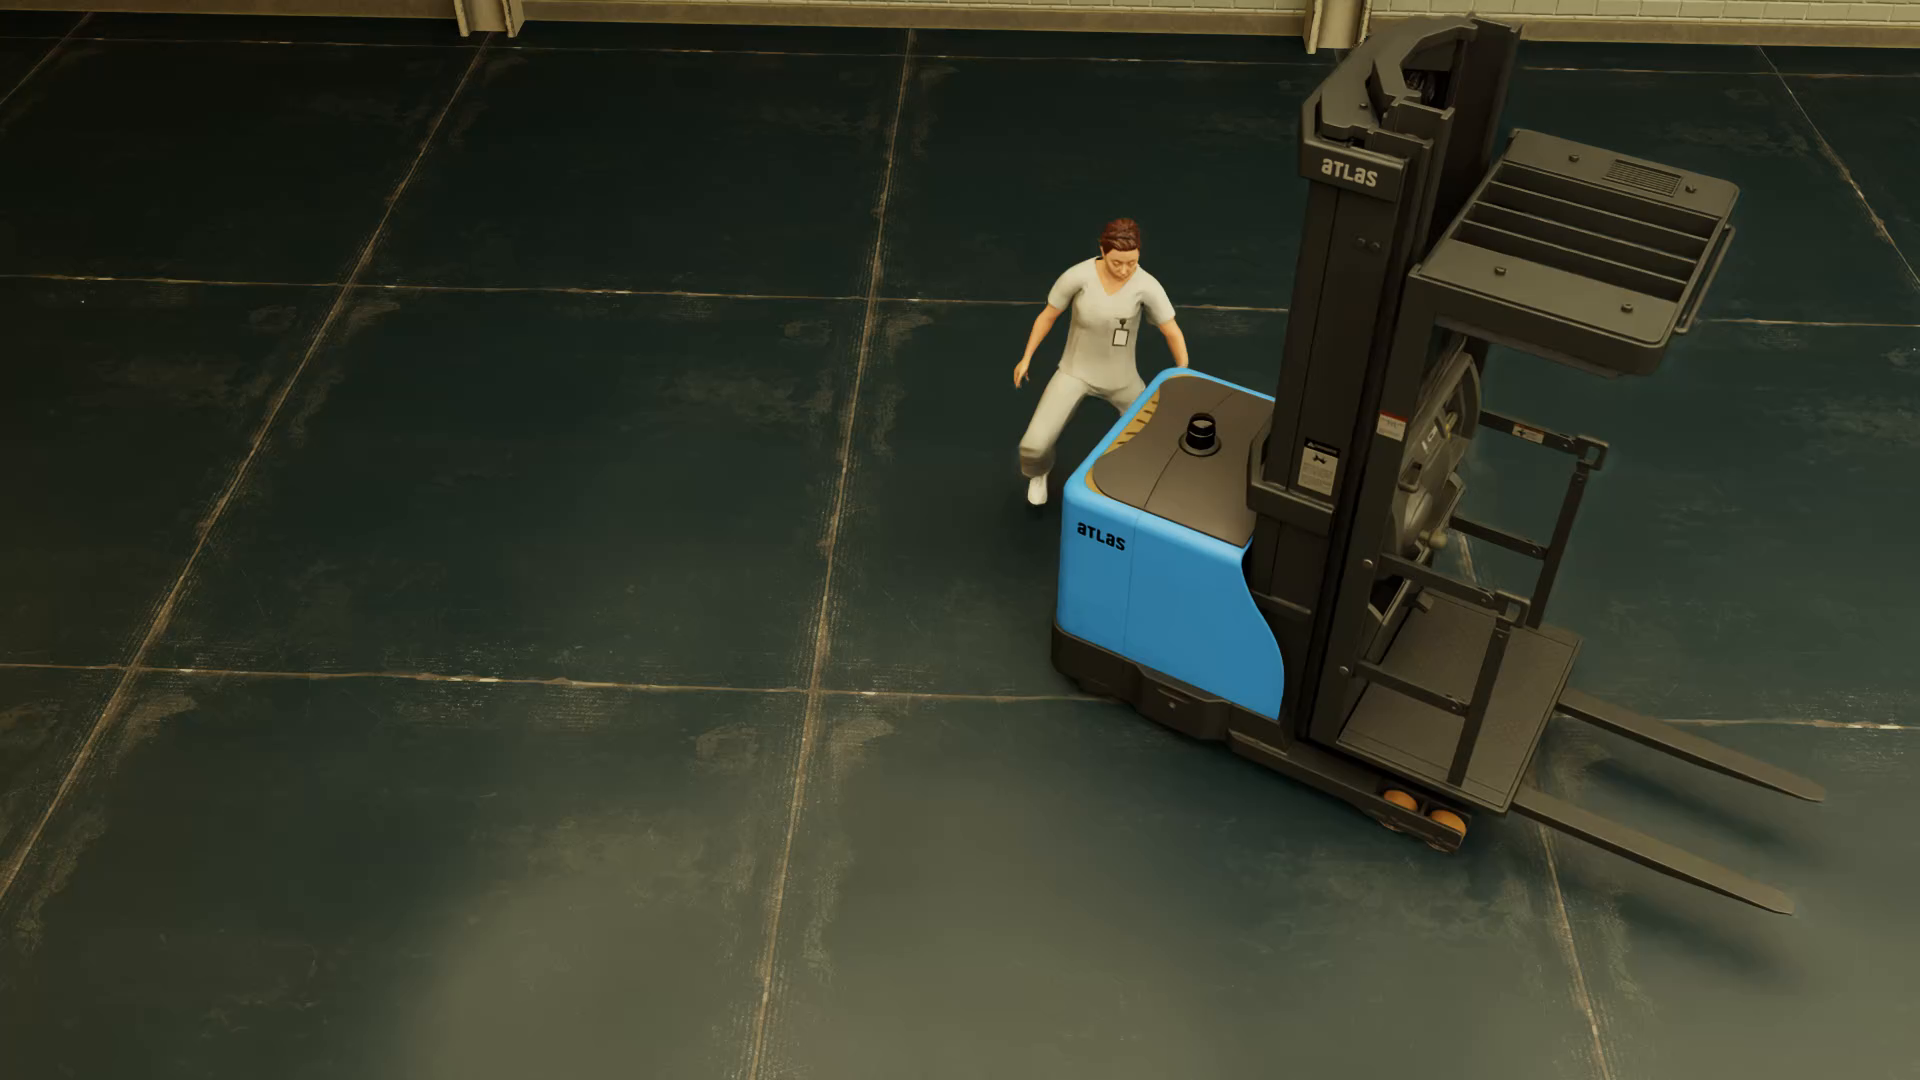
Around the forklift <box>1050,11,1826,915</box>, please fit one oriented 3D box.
[{"bbox_3d":[1.922,-0.266,6.034,3.031,2.935,1.130,22,47,22],"label":"forklift"}]

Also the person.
[{"bbox_3d":[0.667,-0.771,7.628,0.837,1.565,0.623,5,43,6],"label":"person"}]
